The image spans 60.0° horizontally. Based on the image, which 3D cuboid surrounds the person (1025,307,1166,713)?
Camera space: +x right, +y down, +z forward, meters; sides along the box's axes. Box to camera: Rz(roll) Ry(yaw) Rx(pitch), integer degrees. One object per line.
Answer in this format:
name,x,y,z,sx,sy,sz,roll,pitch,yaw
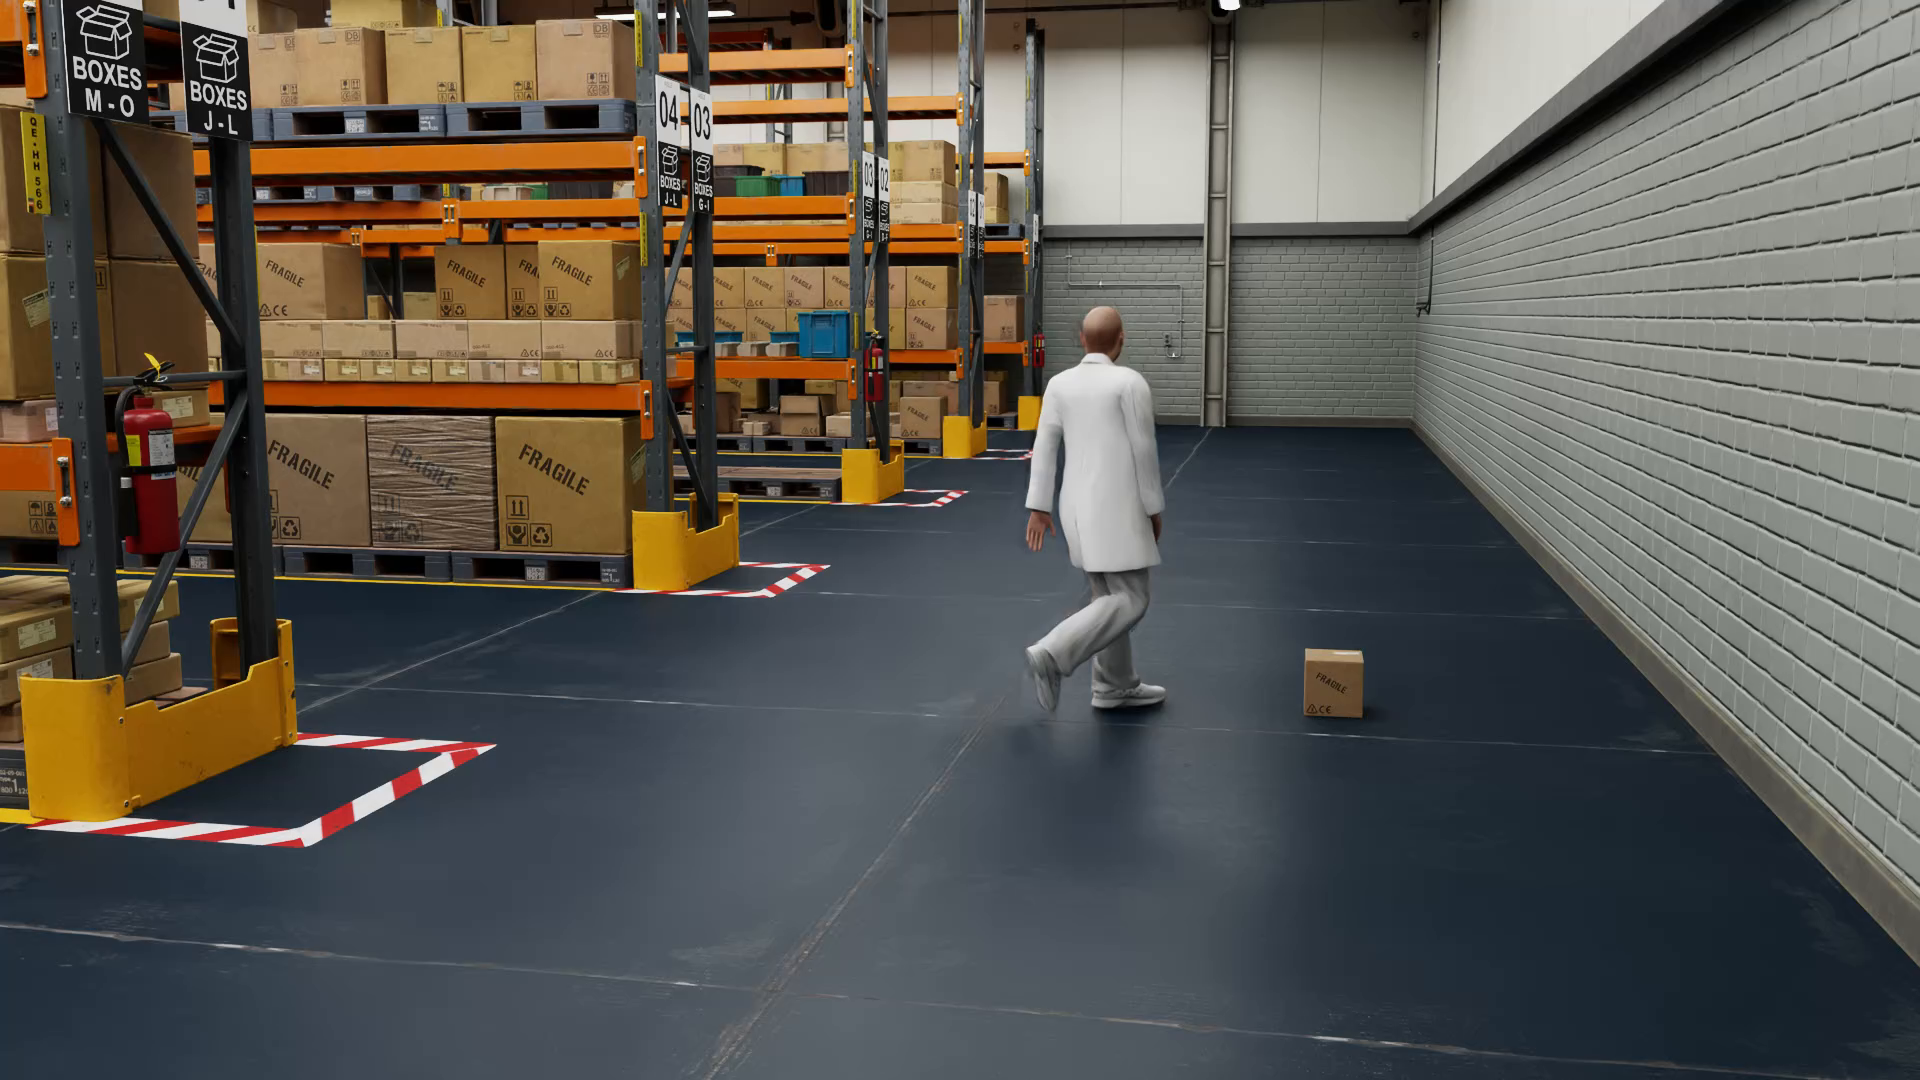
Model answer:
person,0.584,-0.117,7.183,0.817,1.766,0.576,-5,10,-35
